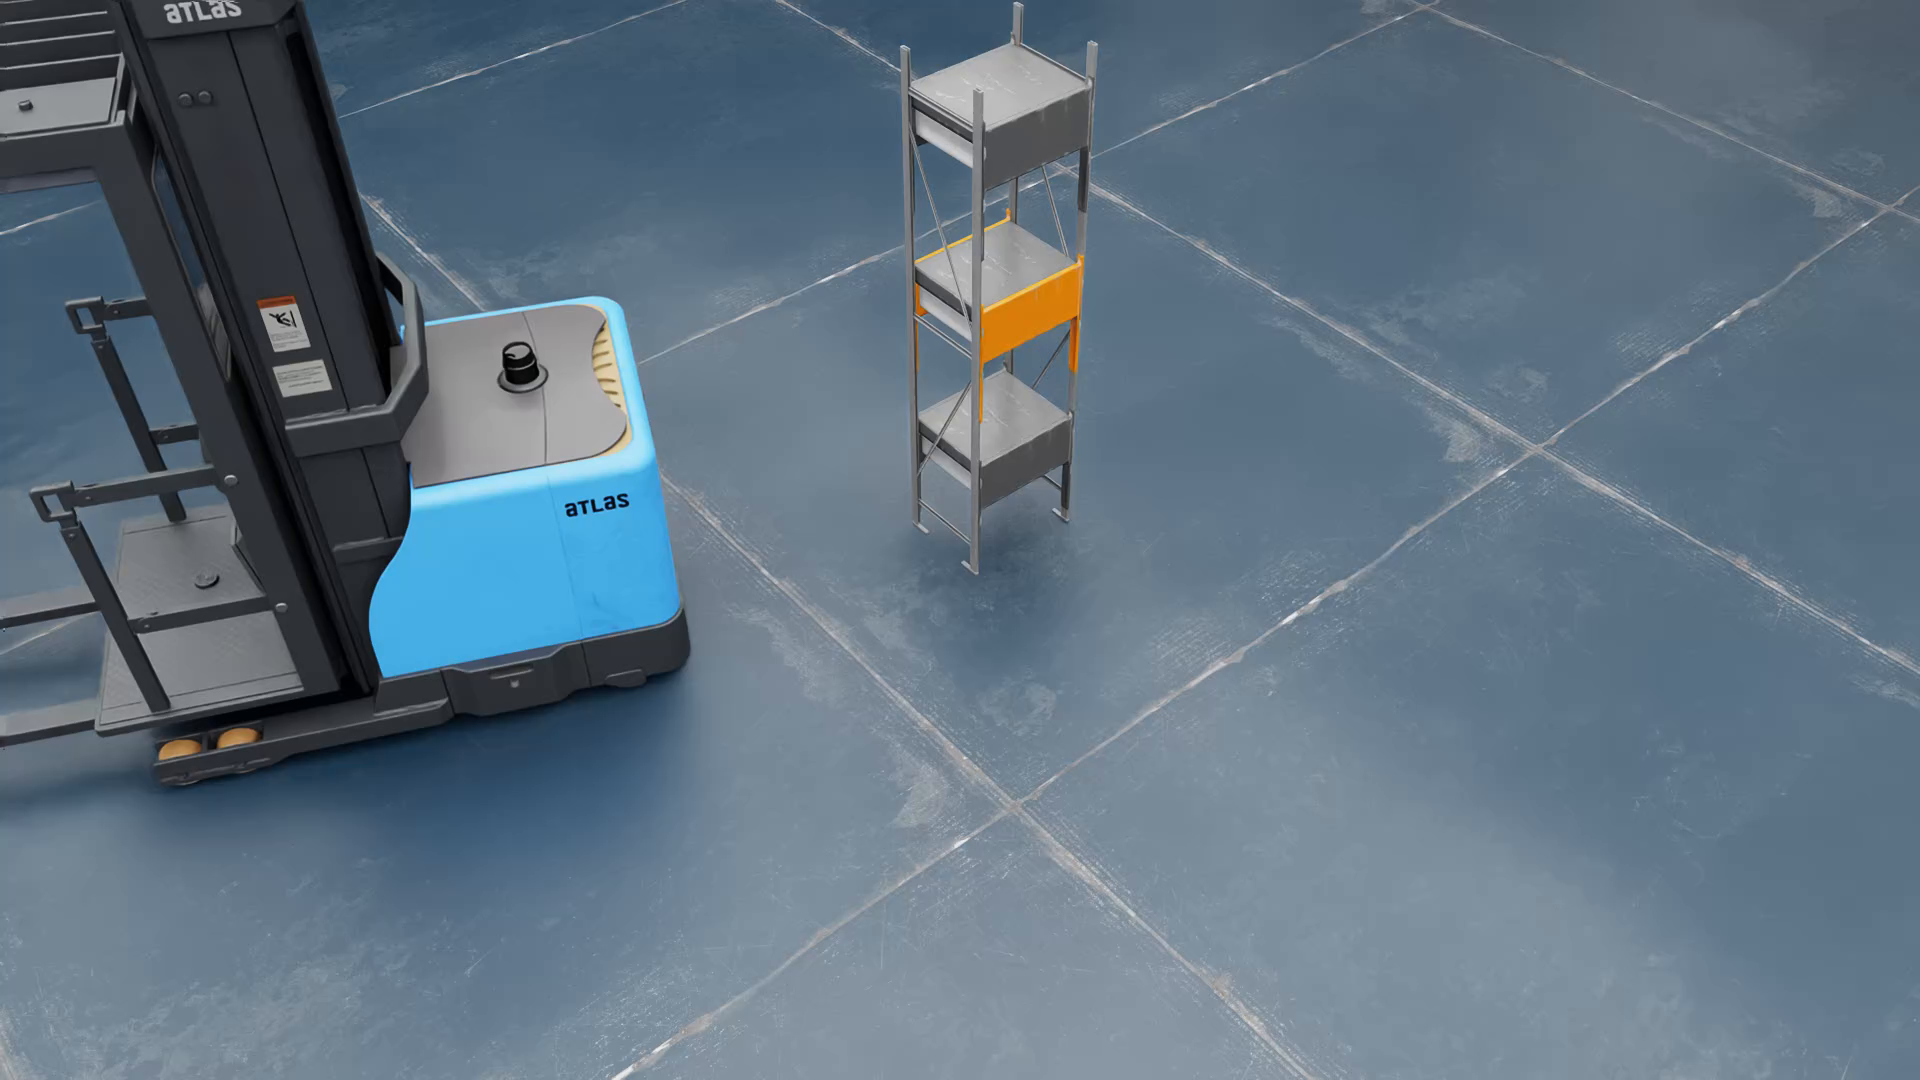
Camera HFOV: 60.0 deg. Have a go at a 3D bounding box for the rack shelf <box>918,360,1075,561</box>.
[{"bbox_3d":[0.127,-0.318,6.597,0.480,0.518,0.431,-30,51,-28],"label":"rack shelf"}]

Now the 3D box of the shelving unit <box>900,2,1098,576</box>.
[{"bbox_3d":[0.127,-0.838,6.109,0.503,2.100,0.431,-30,51,-28],"label":"shelving unit"}]

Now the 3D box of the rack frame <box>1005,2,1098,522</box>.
[{"bbox_3d":[0.314,-0.945,6.223,0.015,2.100,0.400,-30,51,-28],"label":"rack frame"}]

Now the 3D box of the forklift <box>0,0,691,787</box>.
[{"bbox_3d":[-2.580,-0.614,5.263,3.031,2.935,1.130,-11,44,-11],"label":"forklift"}]

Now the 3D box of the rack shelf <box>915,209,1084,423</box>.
[{"bbox_3d":[0.127,-0.828,6.118,0.480,0.518,0.431,-30,51,-28],"label":"rack shelf"}]

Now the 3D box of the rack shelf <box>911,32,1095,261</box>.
[{"bbox_3d":[0.127,-1.338,5.639,0.480,0.518,0.431,-30,51,-28],"label":"rack shelf"}]

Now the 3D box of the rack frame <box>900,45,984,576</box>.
[{"bbox_3d":[-0.060,-0.731,5.994,0.015,2.100,0.400,-30,51,-28],"label":"rack frame"}]
